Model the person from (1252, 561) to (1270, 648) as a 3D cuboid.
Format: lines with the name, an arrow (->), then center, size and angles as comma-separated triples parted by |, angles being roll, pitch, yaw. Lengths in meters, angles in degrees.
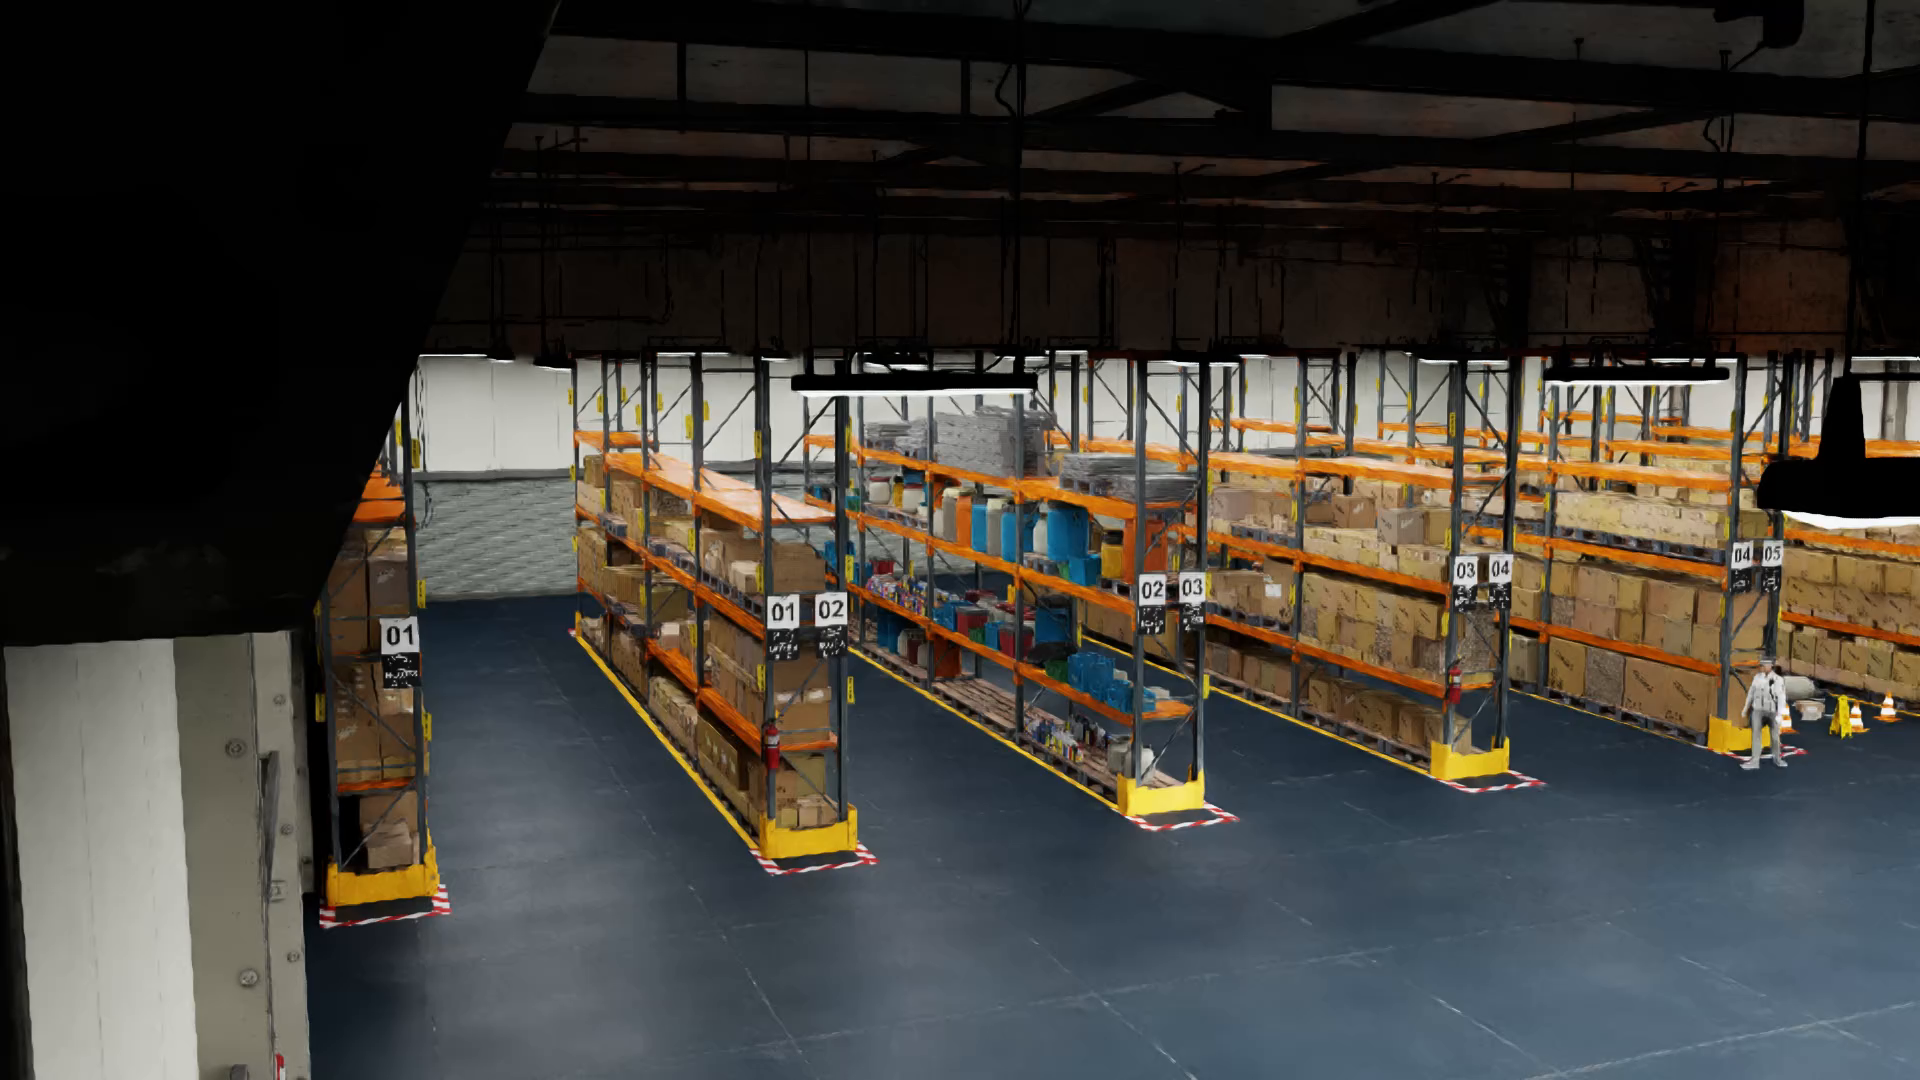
person -> 5.896, 1.300, 33.266 | 0.630, 1.773, 0.678 | 1, 7, 9

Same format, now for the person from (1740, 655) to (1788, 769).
person -> 11.736, 2.495, 24.294 | 0.641, 1.662, 0.650 | -6, 9, -41
